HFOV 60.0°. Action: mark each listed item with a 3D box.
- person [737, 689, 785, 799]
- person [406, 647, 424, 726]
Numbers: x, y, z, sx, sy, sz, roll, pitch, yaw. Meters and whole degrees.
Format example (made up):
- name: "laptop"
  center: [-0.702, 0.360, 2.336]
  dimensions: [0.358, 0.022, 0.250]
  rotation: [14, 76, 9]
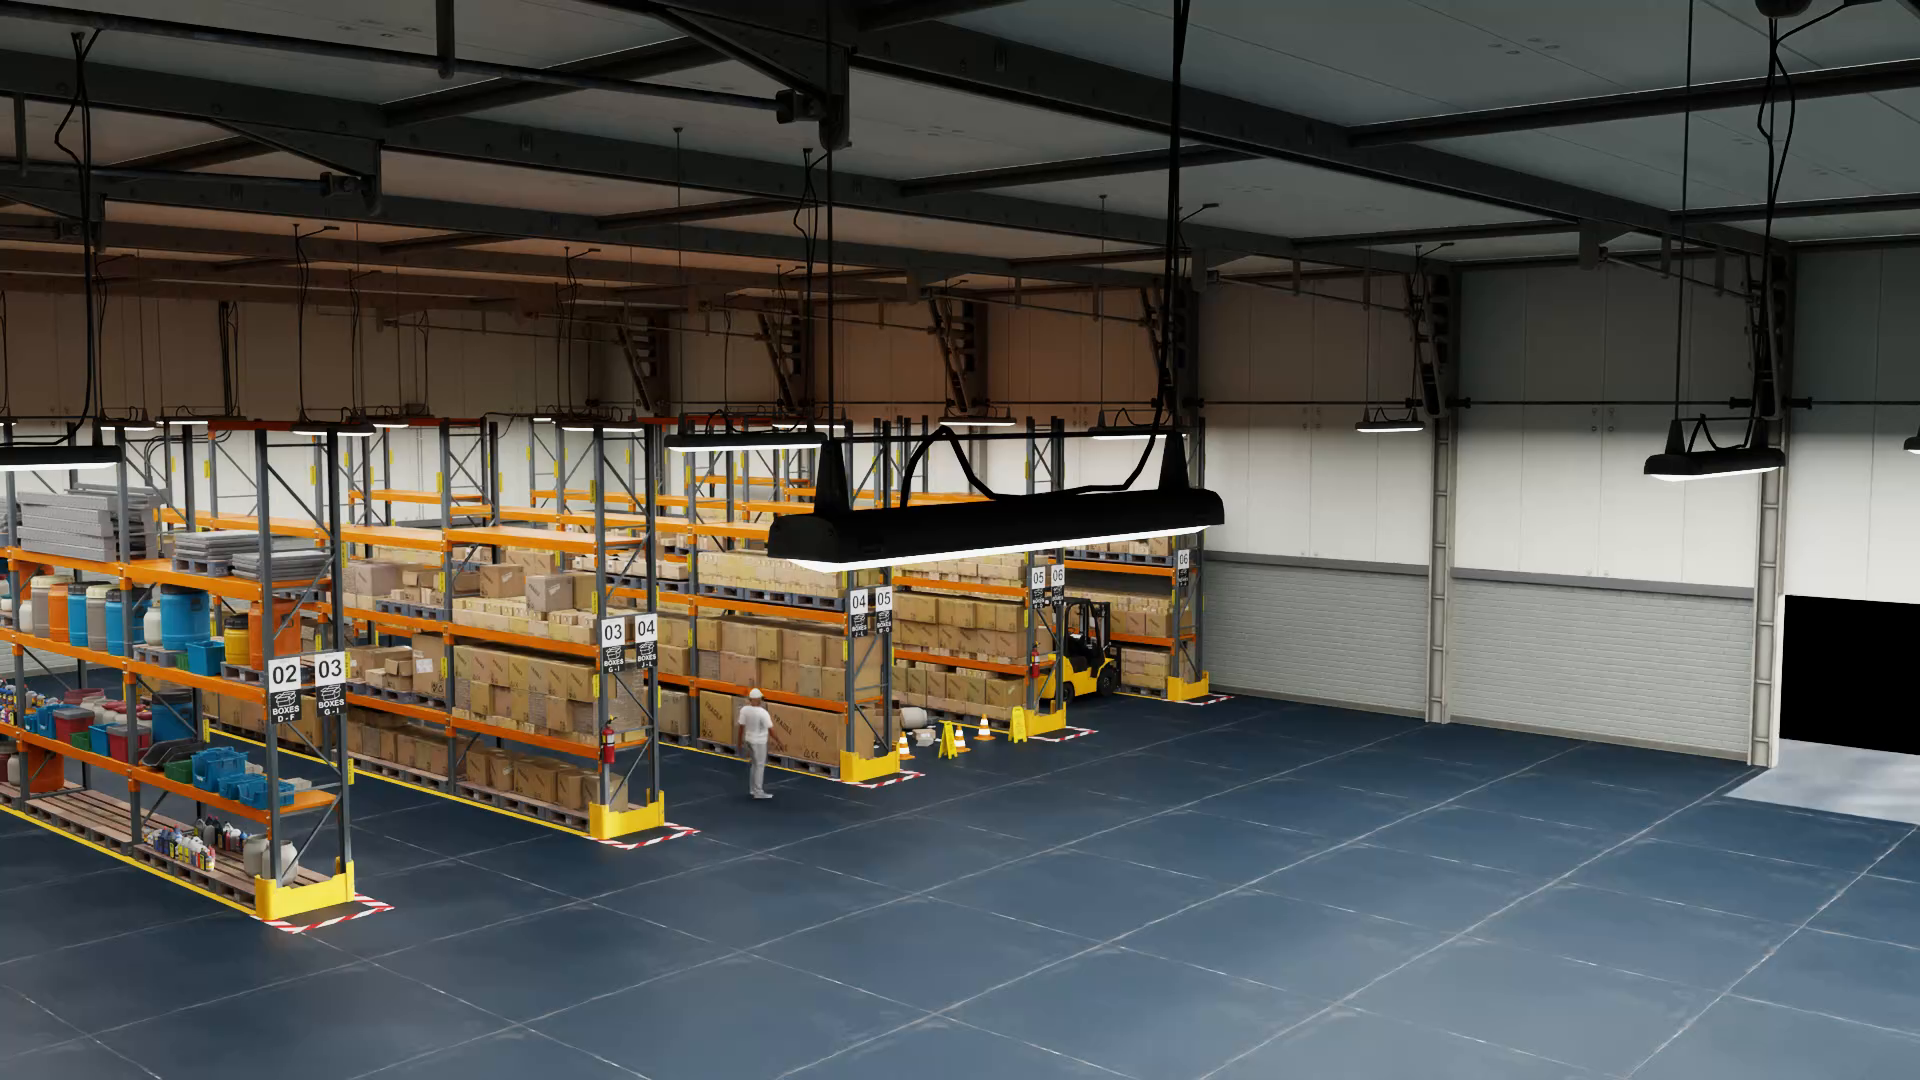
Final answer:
- name: "person"
  center: [-3.173, 3.255, 26.590]
  dimensions: [0.620, 1.798, 0.614]
  rotation: [-3, 6, -31]
- name: "person"
  center: [-10.370, 2.875, 31.428]
  dimensions: [0.481, 1.712, 0.990]
  rotation: [-4, 6, -43]
